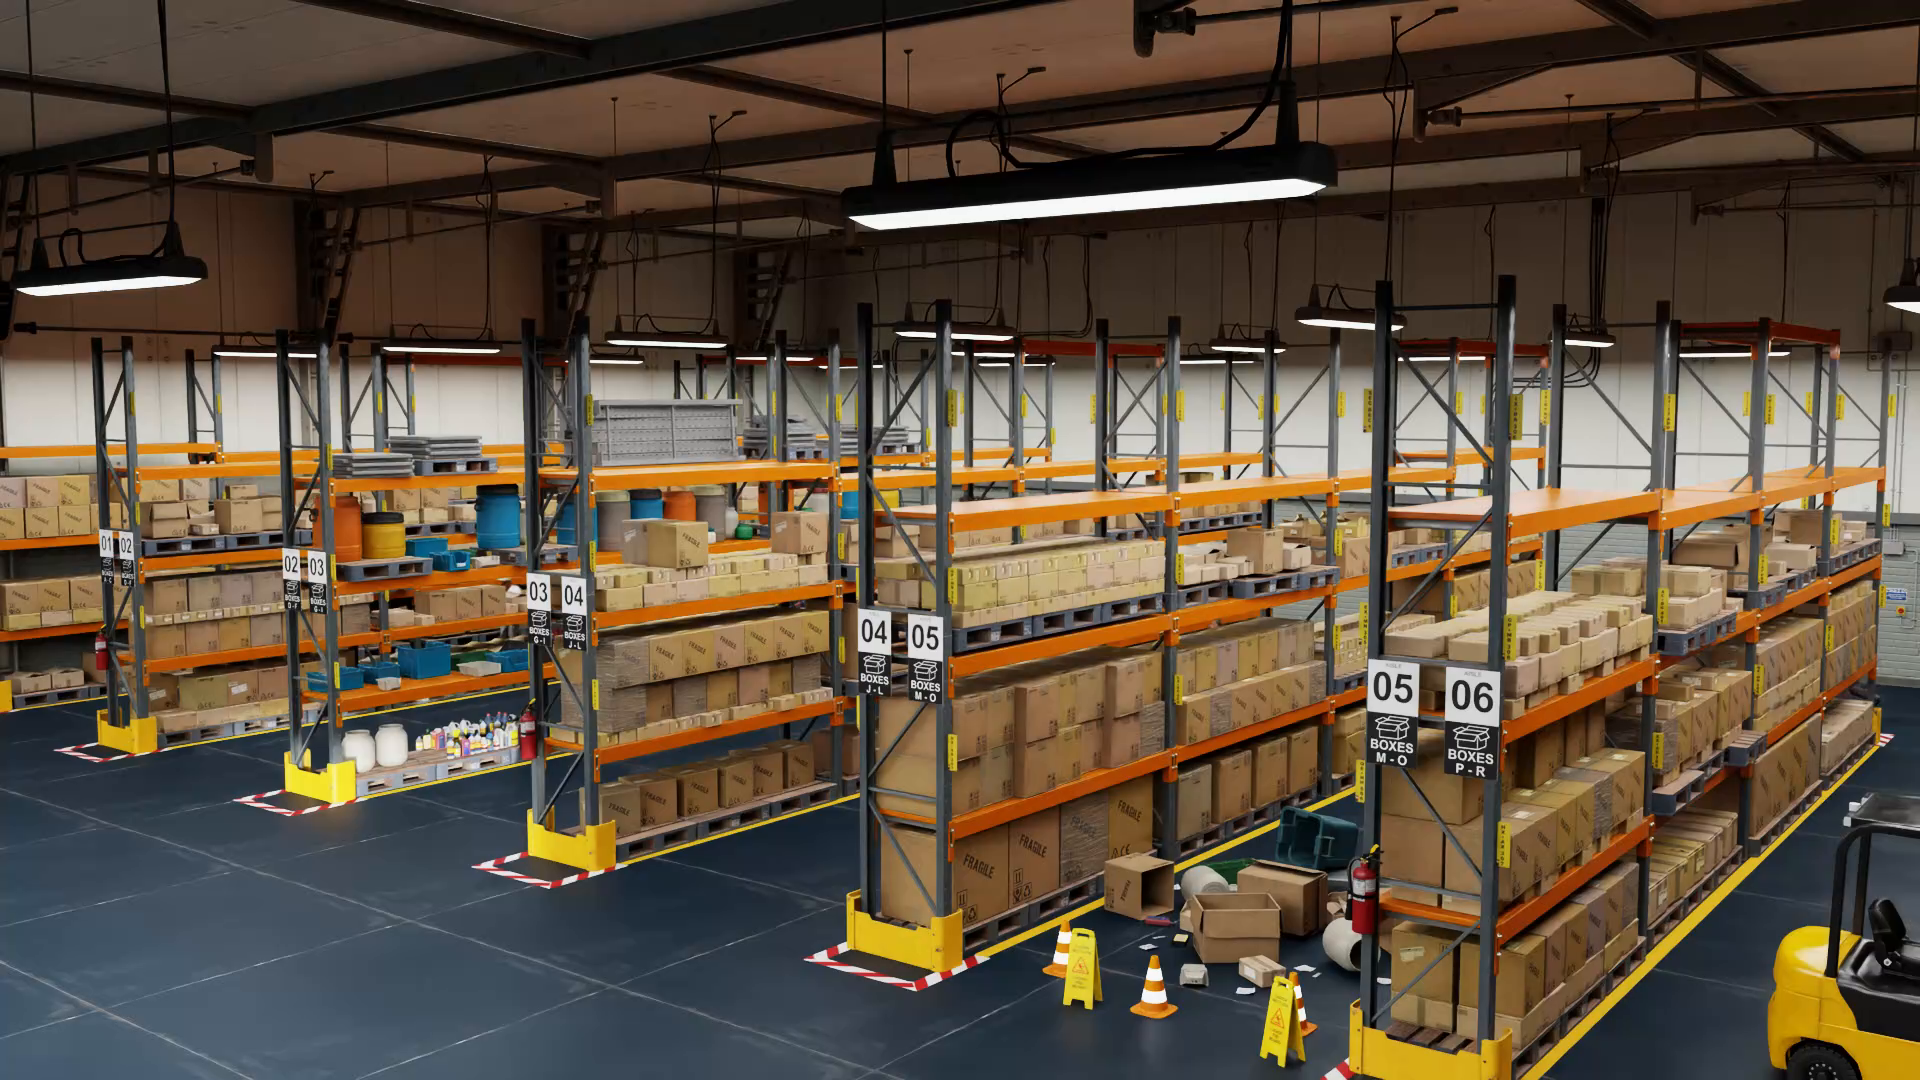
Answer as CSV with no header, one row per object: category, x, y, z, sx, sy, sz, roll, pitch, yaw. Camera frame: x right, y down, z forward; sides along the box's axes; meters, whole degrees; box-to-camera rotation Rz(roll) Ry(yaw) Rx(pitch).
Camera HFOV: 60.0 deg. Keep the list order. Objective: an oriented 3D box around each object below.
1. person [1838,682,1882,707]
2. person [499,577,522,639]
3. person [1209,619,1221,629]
person,14.320,2.001,26.561,0.803,1.699,0.541,2,5,17
person,-8.686,1.491,32.329,0.672,1.746,0.619,4,6,37
person,4.277,2.025,27.147,0.751,1.563,0.639,-5,7,-44
